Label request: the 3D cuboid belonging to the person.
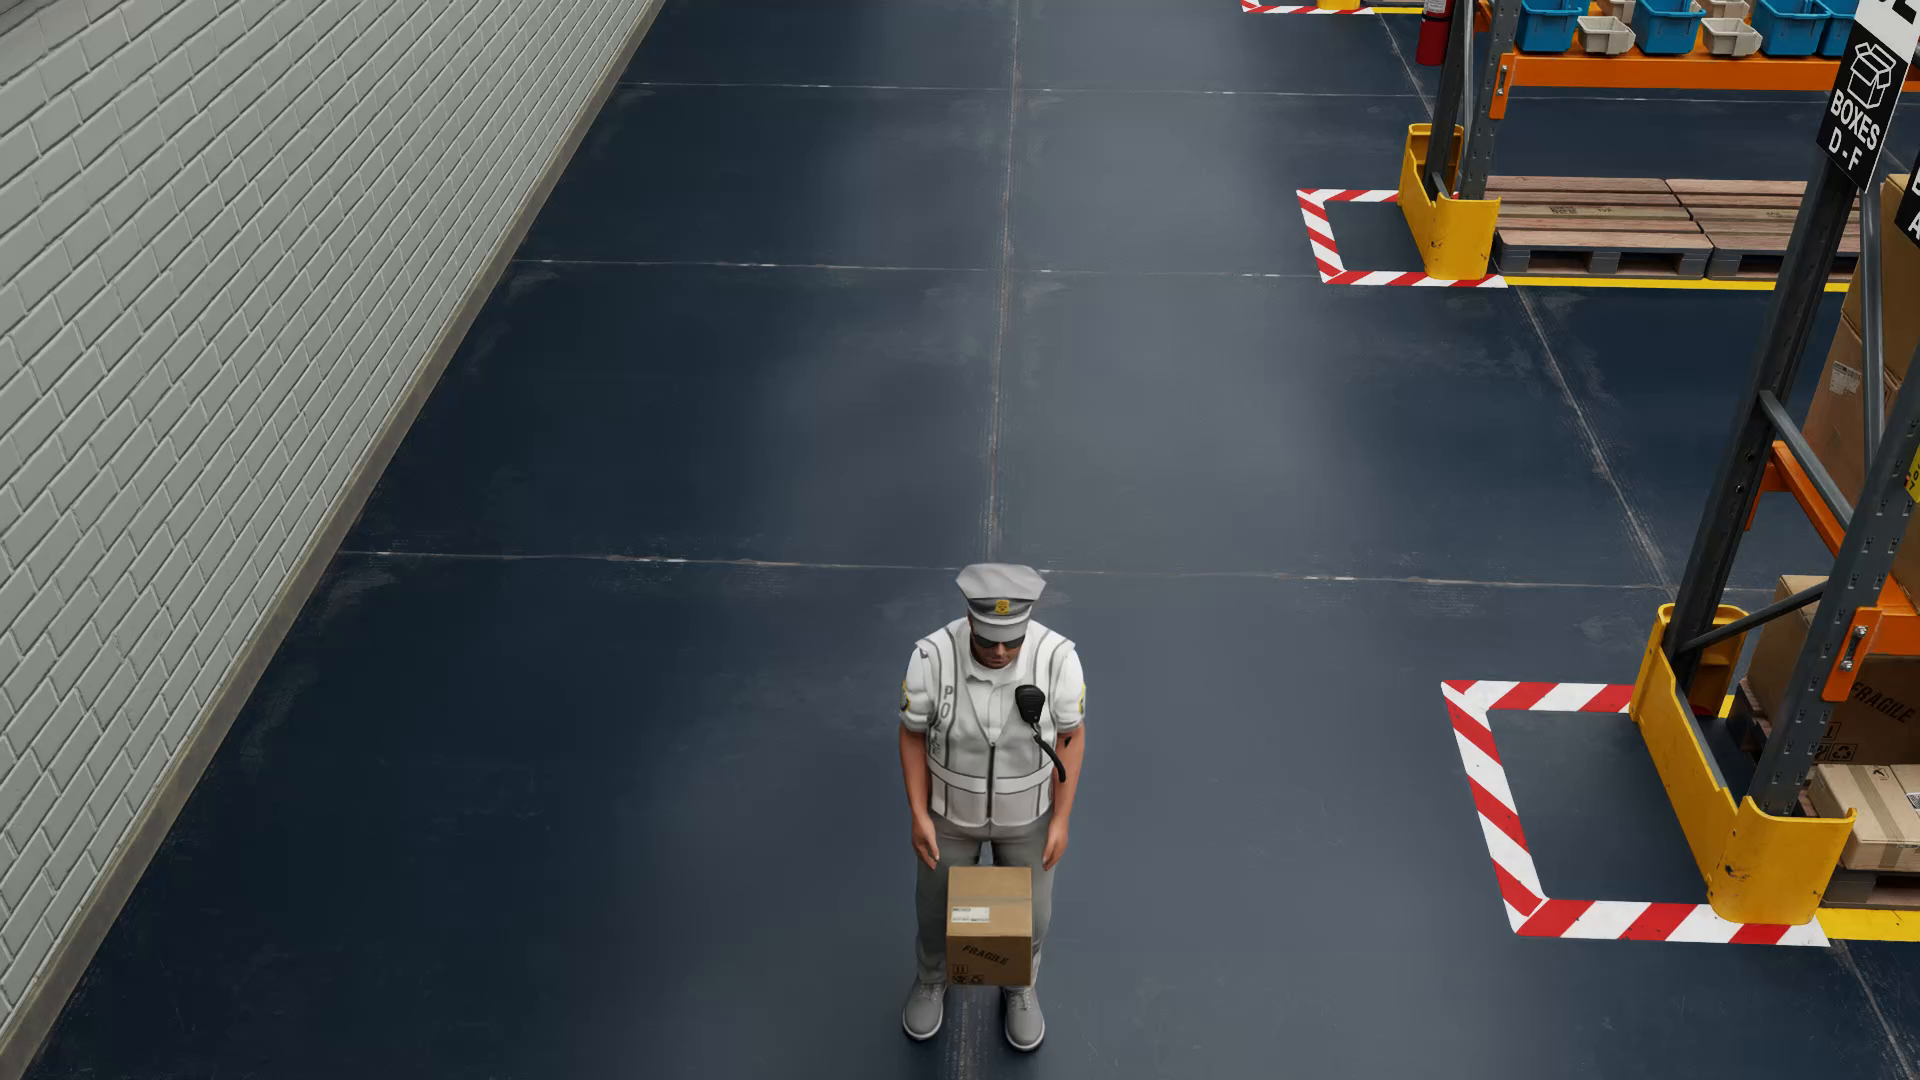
[{"bbox_3d":[0.092,0.796,5.012,0.554,1.759,0.472,1,35,1],"label":"person"}]
